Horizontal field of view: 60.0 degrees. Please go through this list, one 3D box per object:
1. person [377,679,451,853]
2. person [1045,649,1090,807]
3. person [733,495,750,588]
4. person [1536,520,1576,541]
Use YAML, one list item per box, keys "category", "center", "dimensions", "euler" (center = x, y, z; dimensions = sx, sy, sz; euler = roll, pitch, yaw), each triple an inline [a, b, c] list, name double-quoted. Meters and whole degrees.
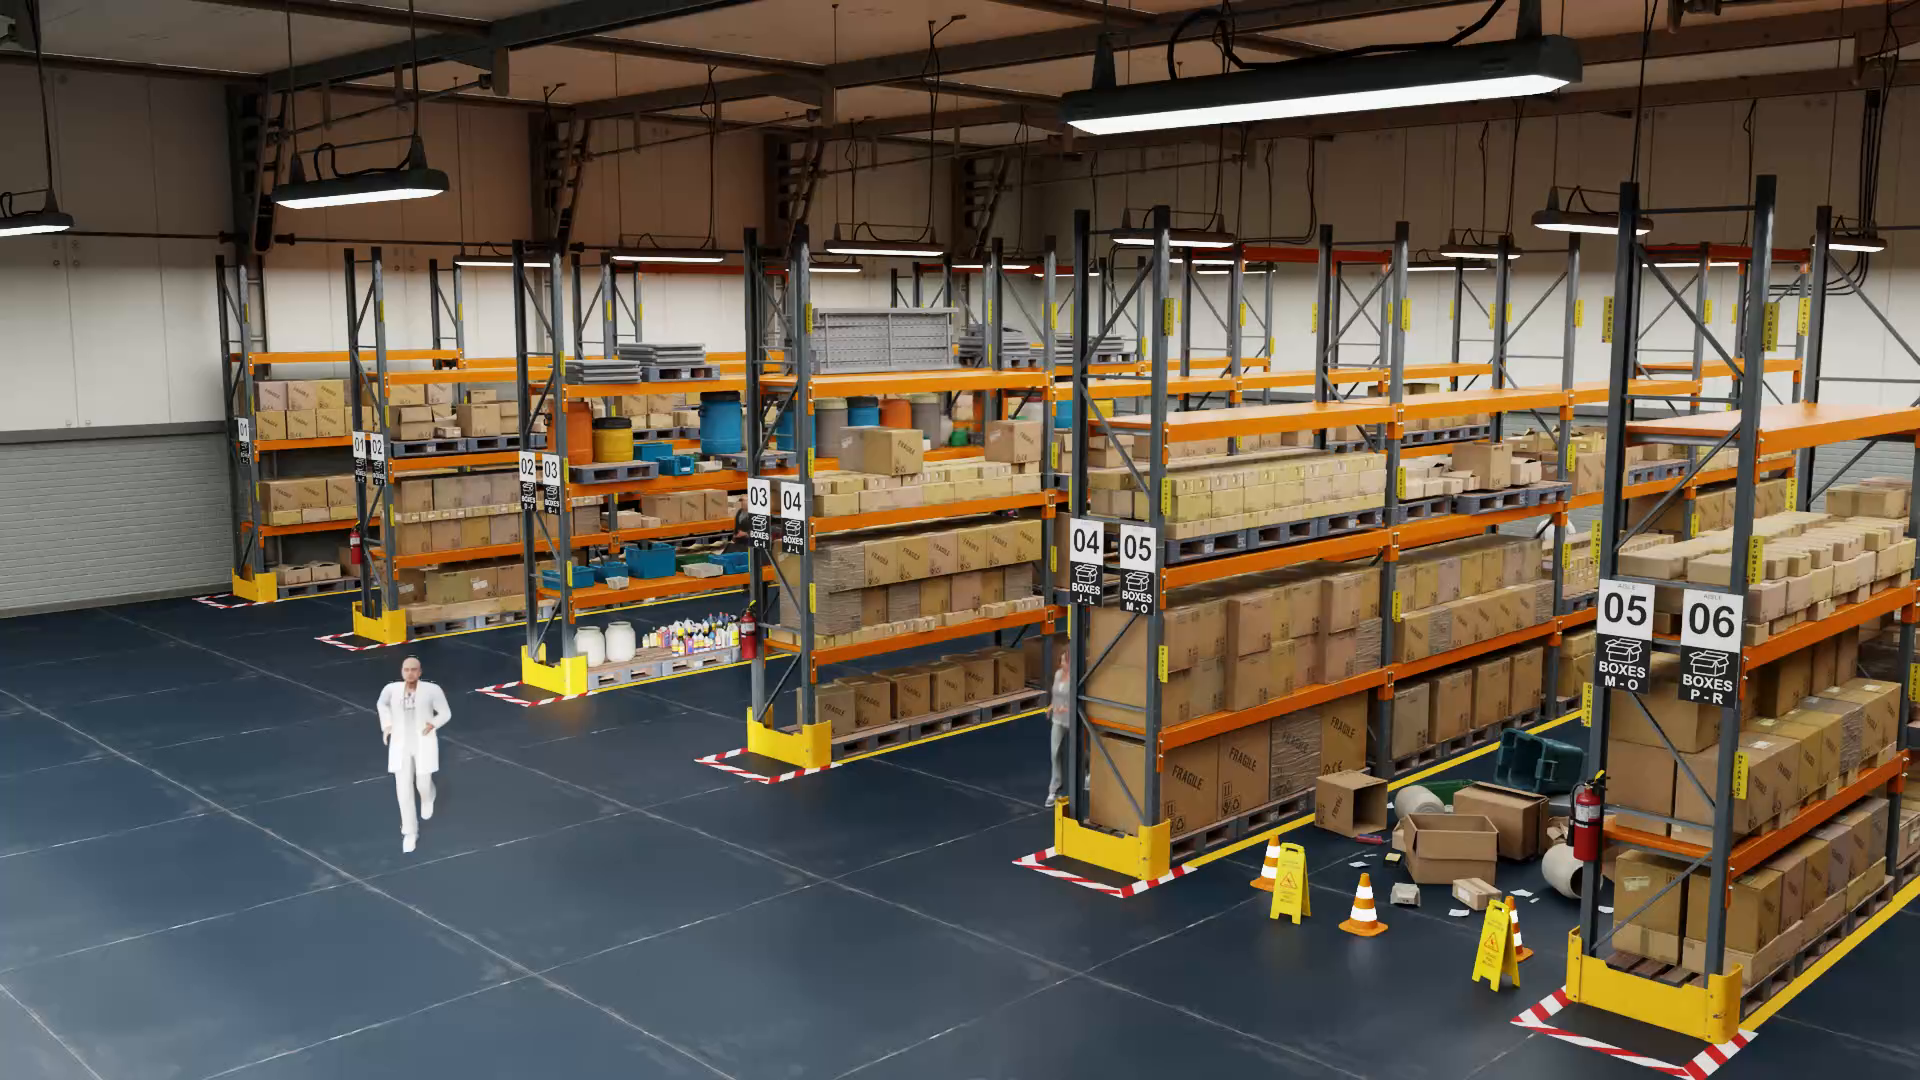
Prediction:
- category: "person"
  center: [-5.290, 2.118, 16.134]
  dimensions: [0.710, 1.581, 1.034]
  euler: [-1, 8, -10]
- category: "person"
  center: [1.139, 1.920, 17.345]
  dimensions: [0.546, 1.600, 0.818]
  euler: [6, 10, 36]
- category: "person"
  center: [-3.622, 0.052, 27.961]
  dimensions: [0.663, 1.636, 0.584]
  euler: [5, 9, 31]
- category: "person"
  center: [10.343, 0.229, 28.938]
  dimensions: [0.673, 1.720, 0.793]
  euler: [4, 9, 25]
